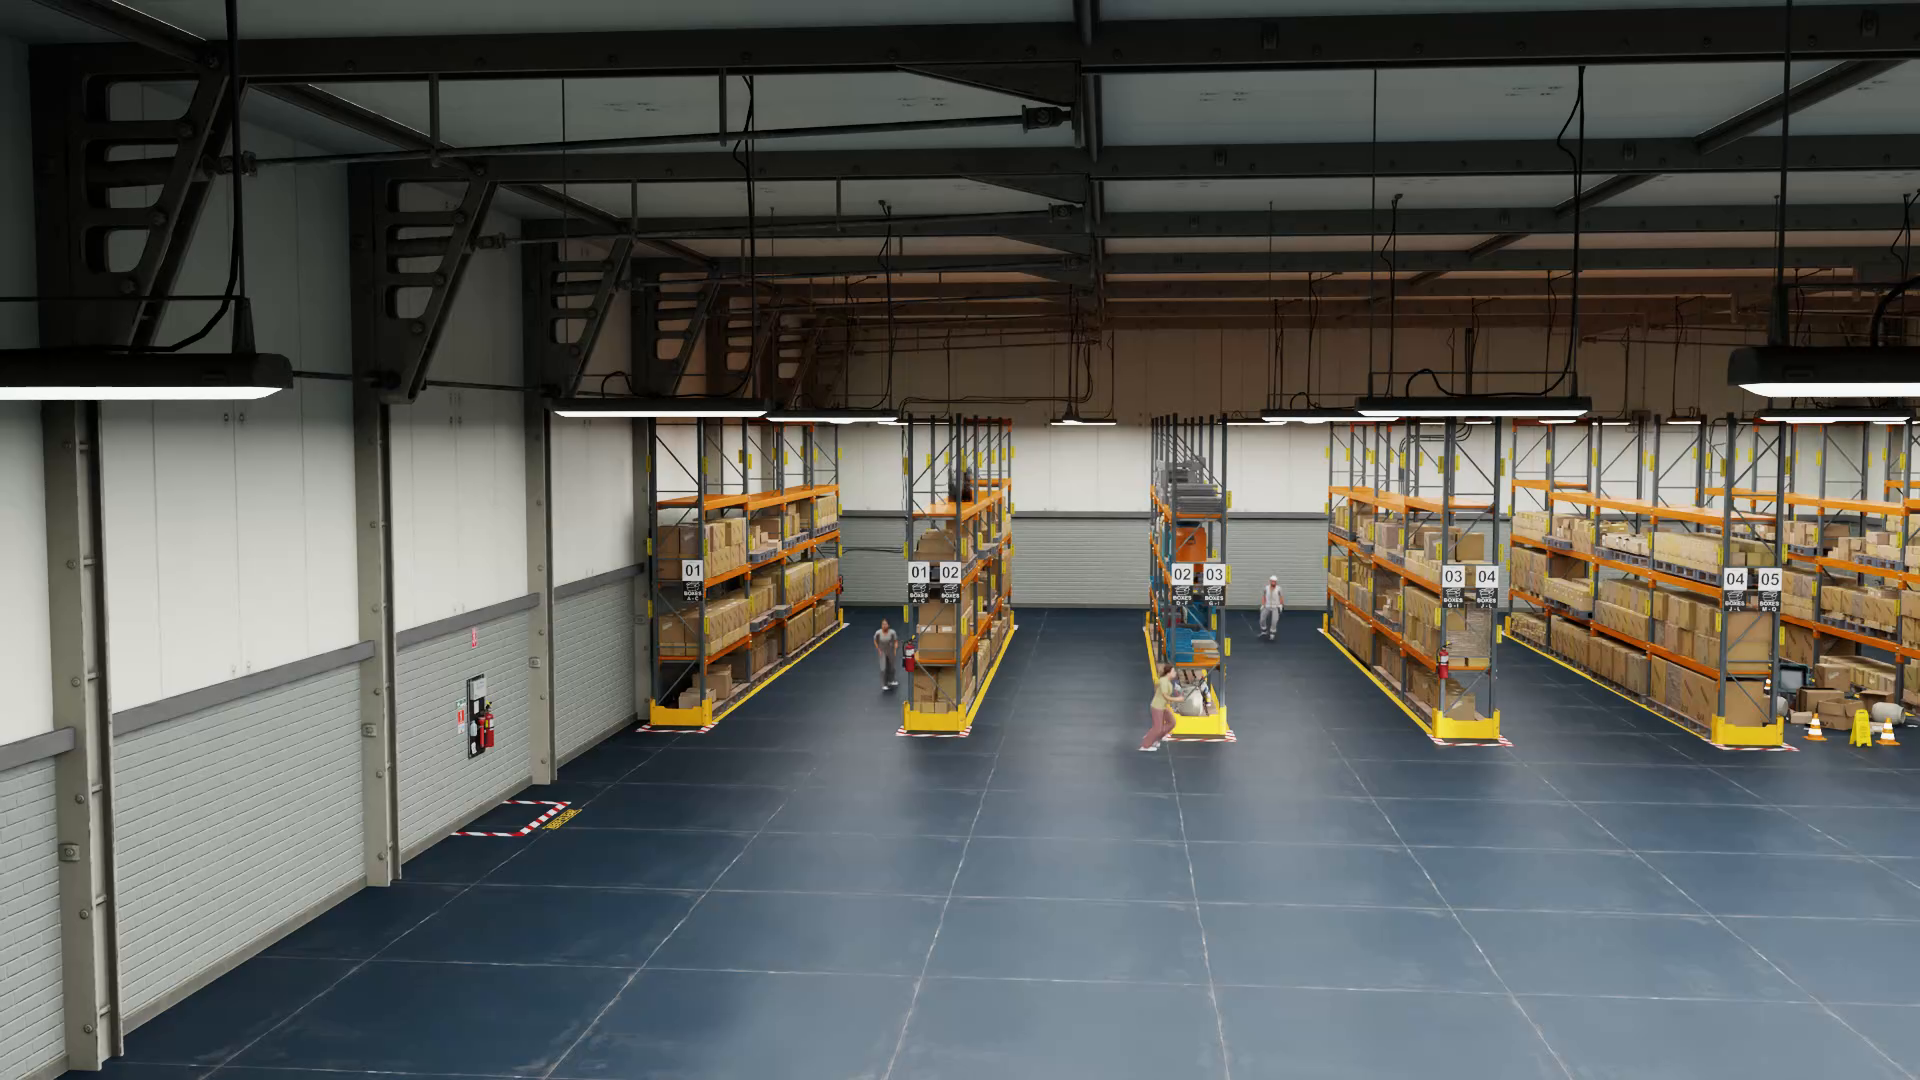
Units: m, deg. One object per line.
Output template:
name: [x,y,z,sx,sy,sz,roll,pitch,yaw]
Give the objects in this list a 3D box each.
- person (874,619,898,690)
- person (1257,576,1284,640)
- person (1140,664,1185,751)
person: [-1.614,2.484,36.427,0.574,1.580,0.764,-1,4,-10]
person: [8.339,1.831,44.755,0.770,1.750,0.573,2,4,23]
person: [3.580,2.962,29.363,0.790,1.561,0.572,1,4,19]
